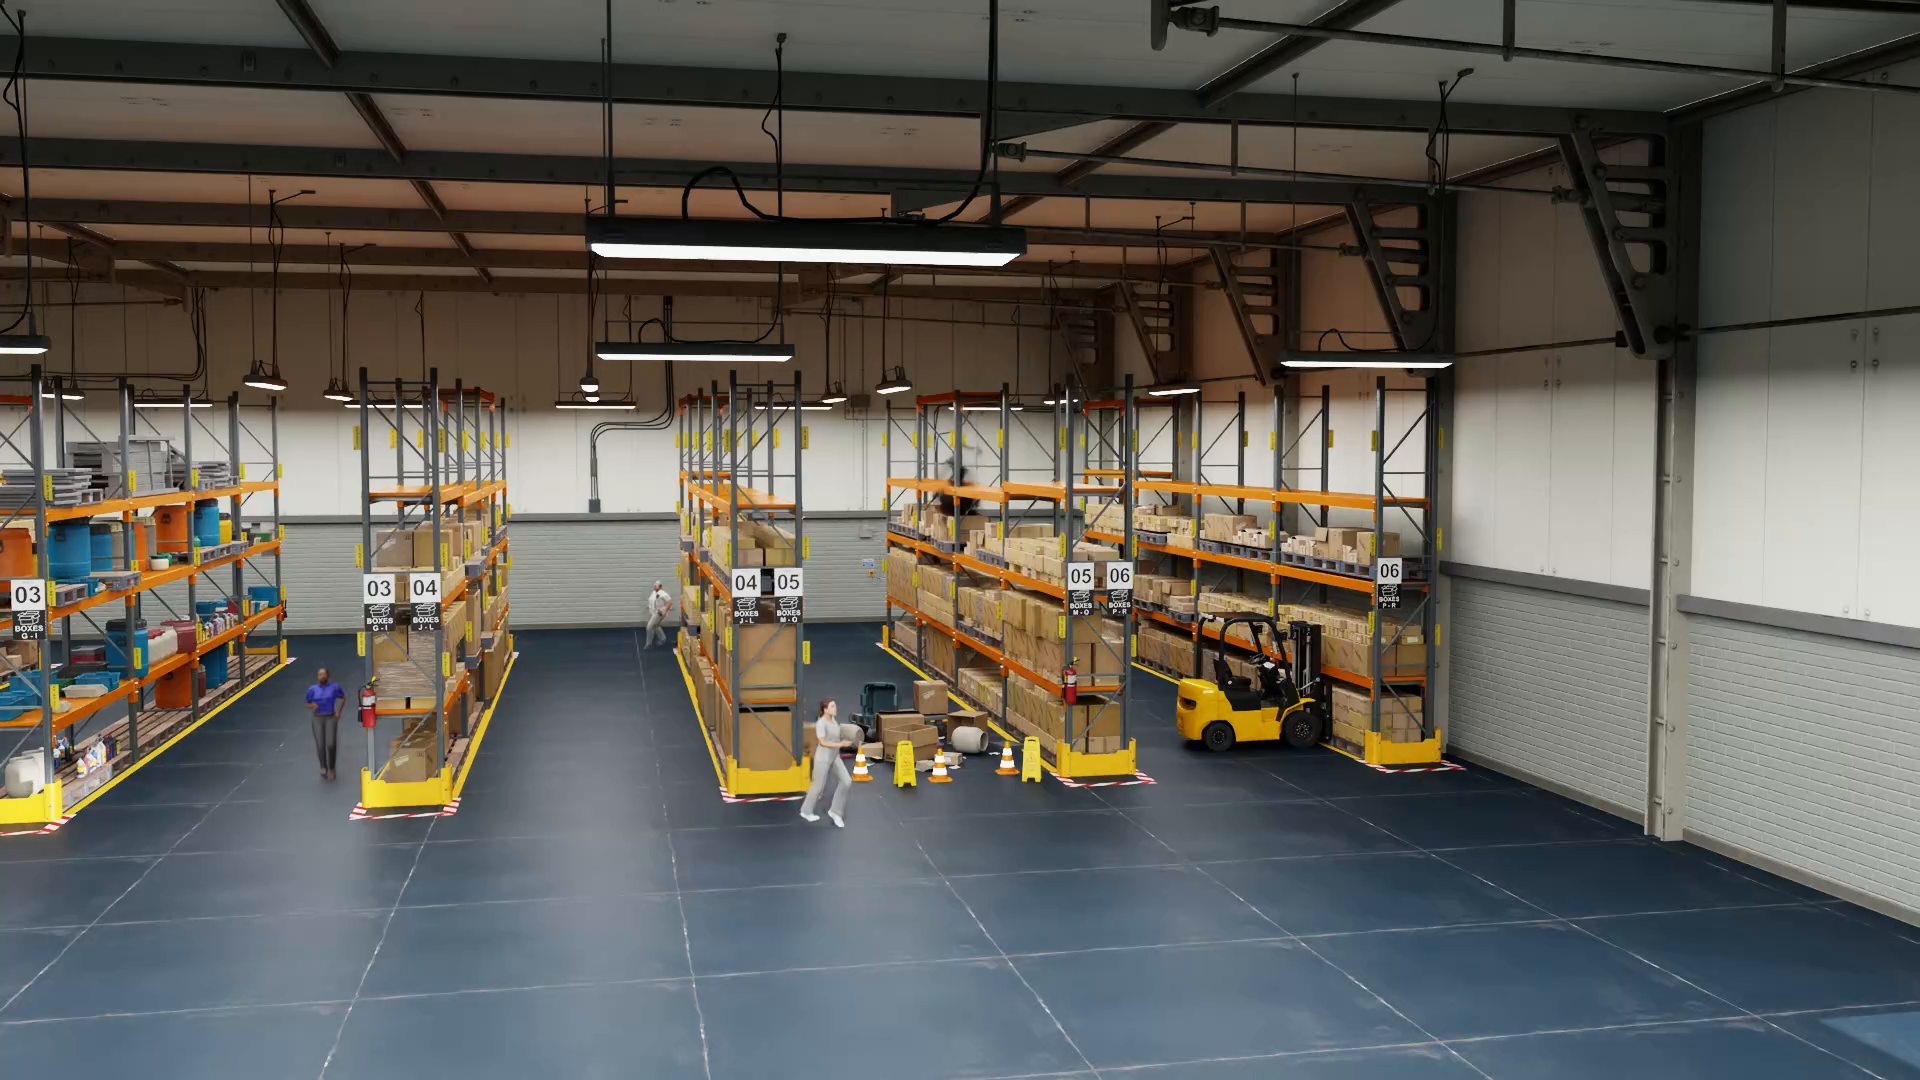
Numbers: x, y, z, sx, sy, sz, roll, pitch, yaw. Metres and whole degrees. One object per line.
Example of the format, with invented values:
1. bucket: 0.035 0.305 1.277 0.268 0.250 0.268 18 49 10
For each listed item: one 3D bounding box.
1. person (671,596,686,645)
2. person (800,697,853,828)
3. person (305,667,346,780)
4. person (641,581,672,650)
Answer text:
1. person: -6.602 1.757 40.652 0.935 1.654 0.723 -1 3 -11
2. person: -1.721 2.861 21.577 0.812 1.661 0.527 2 4 31
3. person: -9.388 2.723 24.595 0.558 1.685 0.667 -1 4 -16
4. person: -7.281 1.814 40.008 0.774 1.695 0.695 -3 4 -40
